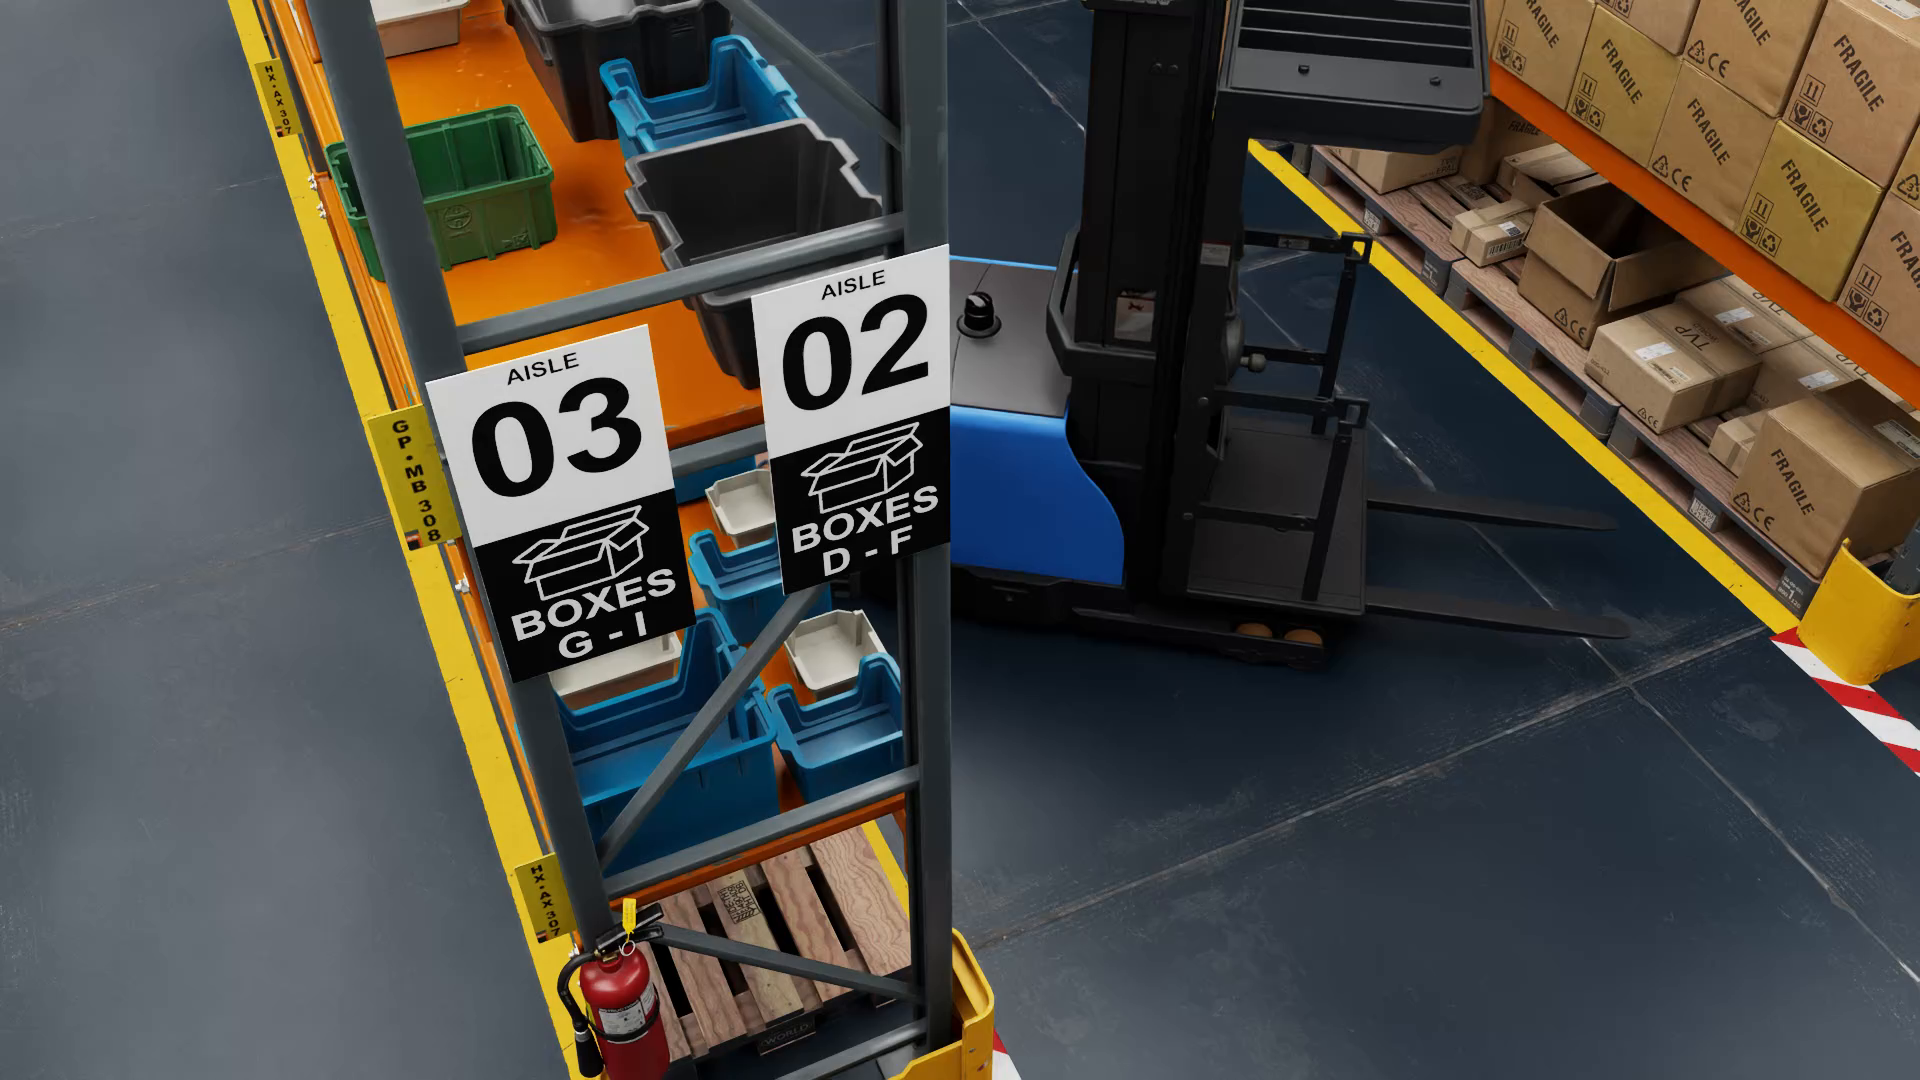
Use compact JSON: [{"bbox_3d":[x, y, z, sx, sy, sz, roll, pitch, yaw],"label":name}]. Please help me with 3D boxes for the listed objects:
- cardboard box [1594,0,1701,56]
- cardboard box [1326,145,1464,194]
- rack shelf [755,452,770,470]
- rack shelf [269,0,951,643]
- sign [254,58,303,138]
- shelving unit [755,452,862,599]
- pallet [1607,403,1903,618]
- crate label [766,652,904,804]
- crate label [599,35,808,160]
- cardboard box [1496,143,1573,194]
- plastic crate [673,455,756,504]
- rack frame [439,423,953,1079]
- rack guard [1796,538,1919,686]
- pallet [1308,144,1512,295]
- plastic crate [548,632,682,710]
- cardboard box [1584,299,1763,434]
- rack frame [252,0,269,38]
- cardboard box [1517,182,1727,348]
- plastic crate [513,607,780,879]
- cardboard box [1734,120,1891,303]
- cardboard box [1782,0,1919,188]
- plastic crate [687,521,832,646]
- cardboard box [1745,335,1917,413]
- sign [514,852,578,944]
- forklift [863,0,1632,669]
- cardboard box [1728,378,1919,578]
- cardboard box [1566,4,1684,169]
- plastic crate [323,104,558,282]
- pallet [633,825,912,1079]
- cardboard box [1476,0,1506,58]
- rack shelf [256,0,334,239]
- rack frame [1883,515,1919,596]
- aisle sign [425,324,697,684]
[{"bbox_3d":[2.908,-2.285,6.515,0.500,0.500,0.500,-17,47,-16],"label":"cardboard box"},{"bbox_3d":[2.294,-2.130,8.743,0.500,0.311,0.500,-18,47,-17],"label":"cardboard box"},{"bbox_3d":[-0.614,-0.365,7.031,0.538,0.278,1.000,3,45,4],"label":"rack shelf"},{"bbox_3d":[-1.341,-1.338,4.716,1.077,0.370,4.000,-18,47,-17],"label":"rack shelf"},{"bbox_3d":[-2.681,-1.738,6.548,0.100,0.325,0.005,-18,47,-17],"label":"sign"},{"bbox_3d":[-0.617,-0.540,6.860,0.538,1.125,1.048,3,45,4],"label":"shelving unit"},{"bbox_3d":[3.628,-0.276,7.249,1.003,0.211,1.213,-18,47,-17],"label":"pallet"},{"bbox_3d":[-0.305,0.531,4.521,0.416,0.233,0.303,-18,47,-17],"label":"crate label"},{"bbox_3d":[-0.594,-0.950,3.917,0.408,0.251,0.502,-18,47,-17],"label":"crate label"},{"bbox_3d":[3.023,-1.903,8.628,0.380,0.149,0.250,-18,47,-17],"label":"cardboard box"},{"bbox_3d":[-0.858,-0.308,5.371,0.416,0.233,0.300,-18,47,-17],"label":"plastic crate"},{"bbox_3d":[-0.500,0.748,4.225,1.000,3.000,0.127,-18,47,-17],"label":"rack frame"},{"bbox_3d":[3.964,0.129,6.632,1.175,0.500,0.348,-18,47,-17],"label":"rack guard"},{"bbox_3d":[2.602,-1.831,8.824,1.003,0.211,1.213,-18,47,-17],"label":"pallet"},{"bbox_3d":[-1.007,0.354,4.769,0.396,0.136,0.243,-18,47,-17],"label":"plastic crate"},{"bbox_3d":[3.172,-0.778,7.417,0.500,0.250,0.500,-18,47,-17],"label":"cardboard box"},{"bbox_3d":[-3.863,-4.350,9.392,1.000,3.000,0.127,-18,47,-17],"label":"rack frame"},{"bbox_3d":[3.109,-1.334,7.799,0.797,0.503,0.637,-18,47,-17],"label":"cardboard box"},{"bbox_3d":[-0.810,0.556,4.352,0.616,0.435,0.499,-18,47,-17],"label":"plastic crate"},{"bbox_3d":[3.340,-1.283,6.212,0.500,0.500,0.500,-18,47,-17],"label":"cardboard box"},{"bbox_3d":[3.346,-1.628,5.850,0.500,0.500,0.500,-17,47,-16],"label":"cardboard box"},{"bbox_3d":[-0.582,0.112,4.946,0.416,0.233,0.300,-18,47,-17],"label":"plastic crate"},{"bbox_3d":[3.815,-0.639,7.276,0.500,0.250,0.500,-18,47,-17],"label":"cardboard box"},{"bbox_3d":[-0.992,0.863,3.993,0.100,0.325,0.005,-18,47,-17],"label":"sign"},{"bbox_3d":[1.169,-0.938,5.983,3.031,2.935,1.130,7,45,8],"label":"forklift"},{"bbox_3d":[3.544,-0.253,6.706,0.500,0.500,0.500,-18,47,-17],"label":"cardboard box"},{"bbox_3d":[2.923,-1.924,6.861,0.500,0.500,0.500,-19,48,-18],"label":"cardboard box"},{"bbox_3d":[-1.173,-0.789,3.798,0.450,0.188,0.336,-18,47,-17],"label":"plastic crate"},{"bbox_3d":[-0.811,1.203,5.749,1.003,0.211,1.213,-18,47,-17],"label":"pallet"},{"bbox_3d":[2.499,-2.567,7.513,0.500,0.500,0.500,-17,47,-17],"label":"cardboard box"},{"bbox_3d":[-3.022,-2.820,8.353,1.077,0.370,4.000,-18,47,-17],"label":"rack shelf"},{"bbox_3d":[3.996,-0.713,5.705,1.000,3.000,0.127,-18,47,-17],"label":"rack frame"},{"bbox_3d":[-0.735,-0.045,3.178,0.394,0.787,0.004,-18,47,-17],"label":"aisle sign"}]
